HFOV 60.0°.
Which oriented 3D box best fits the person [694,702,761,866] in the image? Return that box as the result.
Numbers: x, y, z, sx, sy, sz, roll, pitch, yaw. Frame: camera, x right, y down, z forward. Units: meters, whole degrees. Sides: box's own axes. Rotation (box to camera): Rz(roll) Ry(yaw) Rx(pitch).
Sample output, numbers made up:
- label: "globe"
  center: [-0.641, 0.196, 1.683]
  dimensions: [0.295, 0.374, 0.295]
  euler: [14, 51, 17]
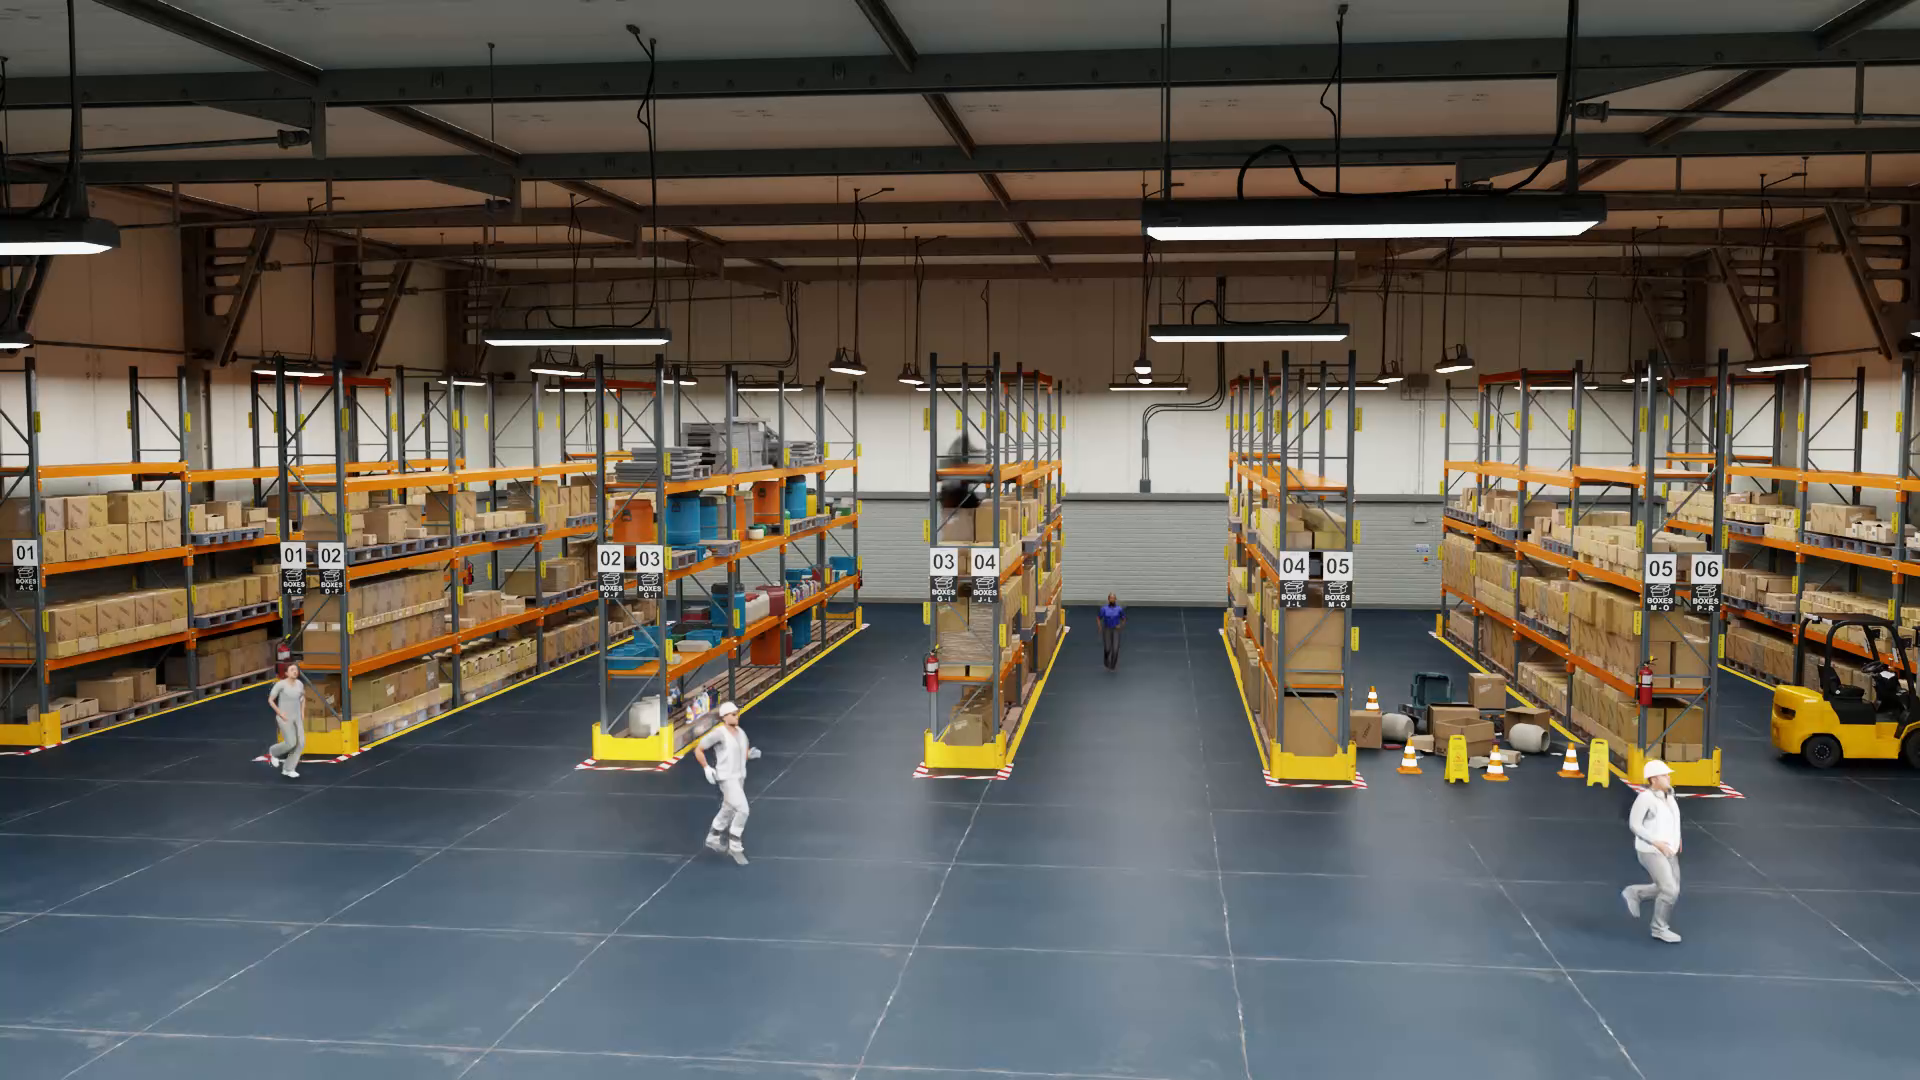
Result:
- label: "person"
  center: [-2.617, 2.768, 18.956]
  dimensions: [0.774, 1.846, 0.643]
  euler: [2, 4, 24]

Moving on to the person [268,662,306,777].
- label: "person"
  center: [-9.559, 2.533, 23.592]
  dimensions: [0.563, 1.632, 0.558]
  euler: [2, 5, 27]

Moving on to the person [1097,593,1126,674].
- label: "person"
  center: [3.022, 1.861, 33.141]
  dimensions: [0.584, 1.613, 0.557]
  euler: [0, 4, 2]

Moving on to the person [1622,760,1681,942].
- label: "person"
  center: [6.737, 2.991, 16.147]
  dimensions: [0.681, 1.728, 0.617]
  euler: [-3, 5, -40]
